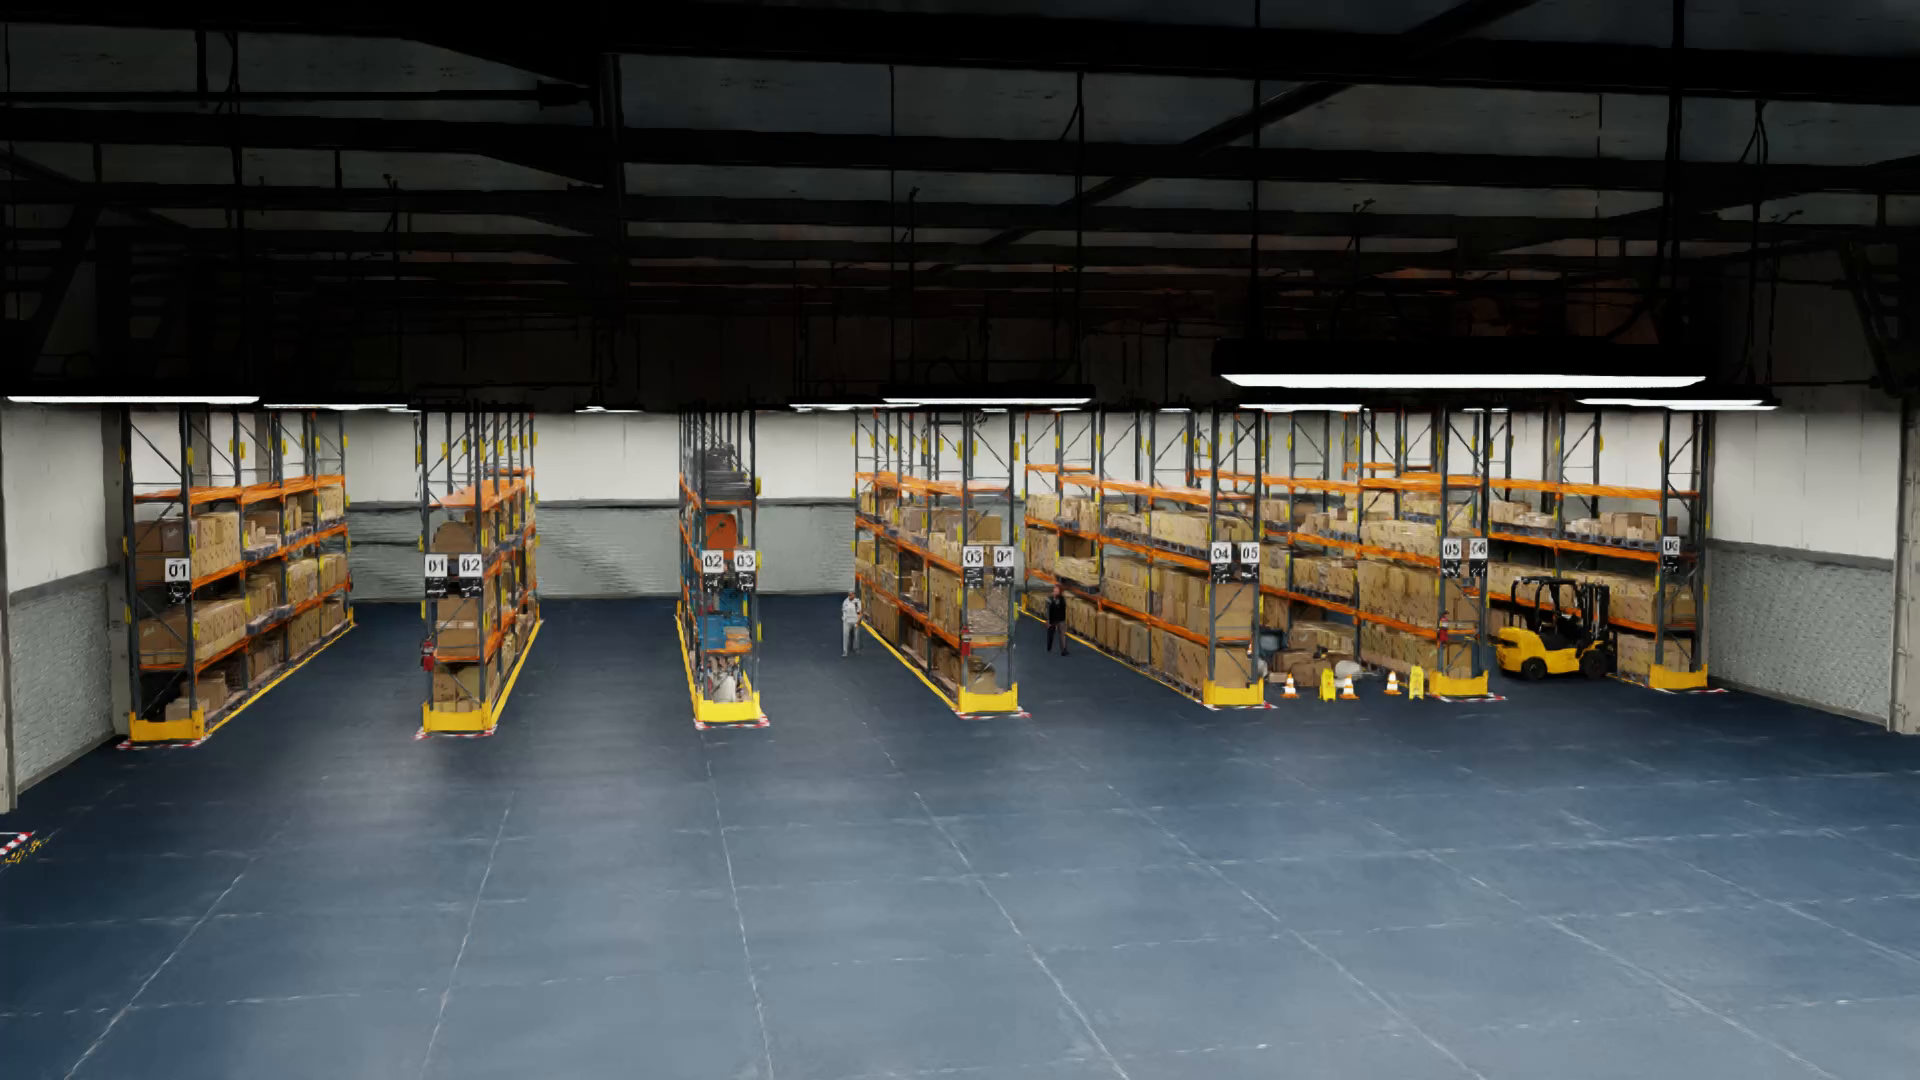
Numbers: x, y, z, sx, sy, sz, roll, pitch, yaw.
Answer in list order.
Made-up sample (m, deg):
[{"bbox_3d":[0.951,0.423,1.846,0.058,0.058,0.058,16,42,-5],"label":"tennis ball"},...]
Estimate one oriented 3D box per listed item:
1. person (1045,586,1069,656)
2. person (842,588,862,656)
[{"bbox_3d":[2.283,1.902,39.607,0.543,1.648,1.115,-1,4,-9],"label":"person"},{"bbox_3d":[-2.564,1.929,39.542,0.477,1.597,1.003,0,4,-3],"label":"person"}]
